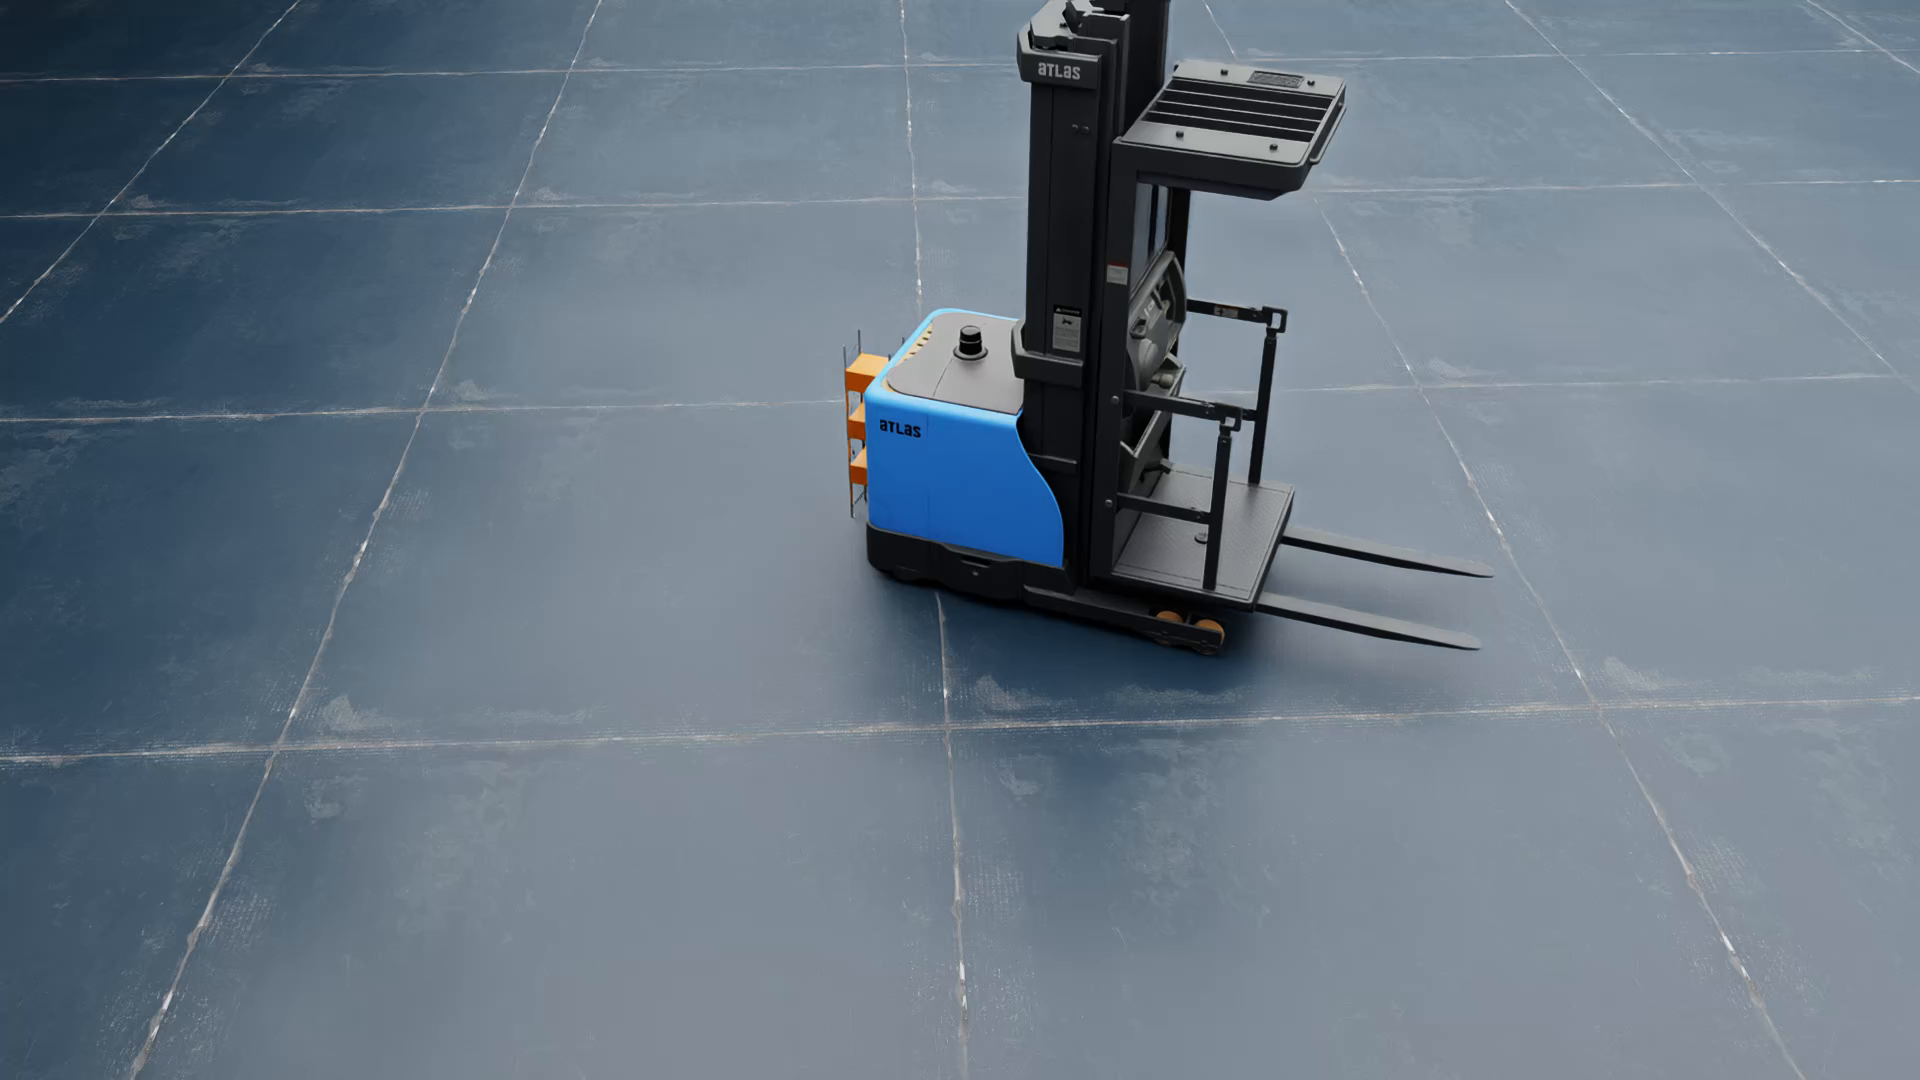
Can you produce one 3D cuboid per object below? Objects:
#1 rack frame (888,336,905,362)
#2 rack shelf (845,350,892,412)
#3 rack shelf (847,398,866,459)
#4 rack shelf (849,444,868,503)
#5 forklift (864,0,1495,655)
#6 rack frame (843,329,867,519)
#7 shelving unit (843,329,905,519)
[{"bbox_3d":[-0.320,-0.547,8.655,0.008,1.050,0.200,12,36,17],"label":"rack frame"},{"bbox_3d":[-0.434,-0.796,8.534,0.240,0.259,0.215,12,36,17],"label":"rack shelf"},{"bbox_3d":[-0.434,-0.563,8.696,0.240,0.259,0.215,12,36,17],"label":"rack shelf"},{"bbox_3d":[-0.434,-0.334,8.854,0.240,0.259,0.215,12,36,17],"label":"rack shelf"},{"bbox_3d":[1.097,-0.998,7.653,3.031,2.935,1.130,12,36,17],"label":"forklift"},{"bbox_3d":[-0.548,-0.596,8.725,0.008,1.050,0.200,12,36,17],"label":"rack frame"},{"bbox_3d":[-0.434,-0.572,8.690,0.252,1.050,0.215,12,36,17],"label":"shelving unit"}]
